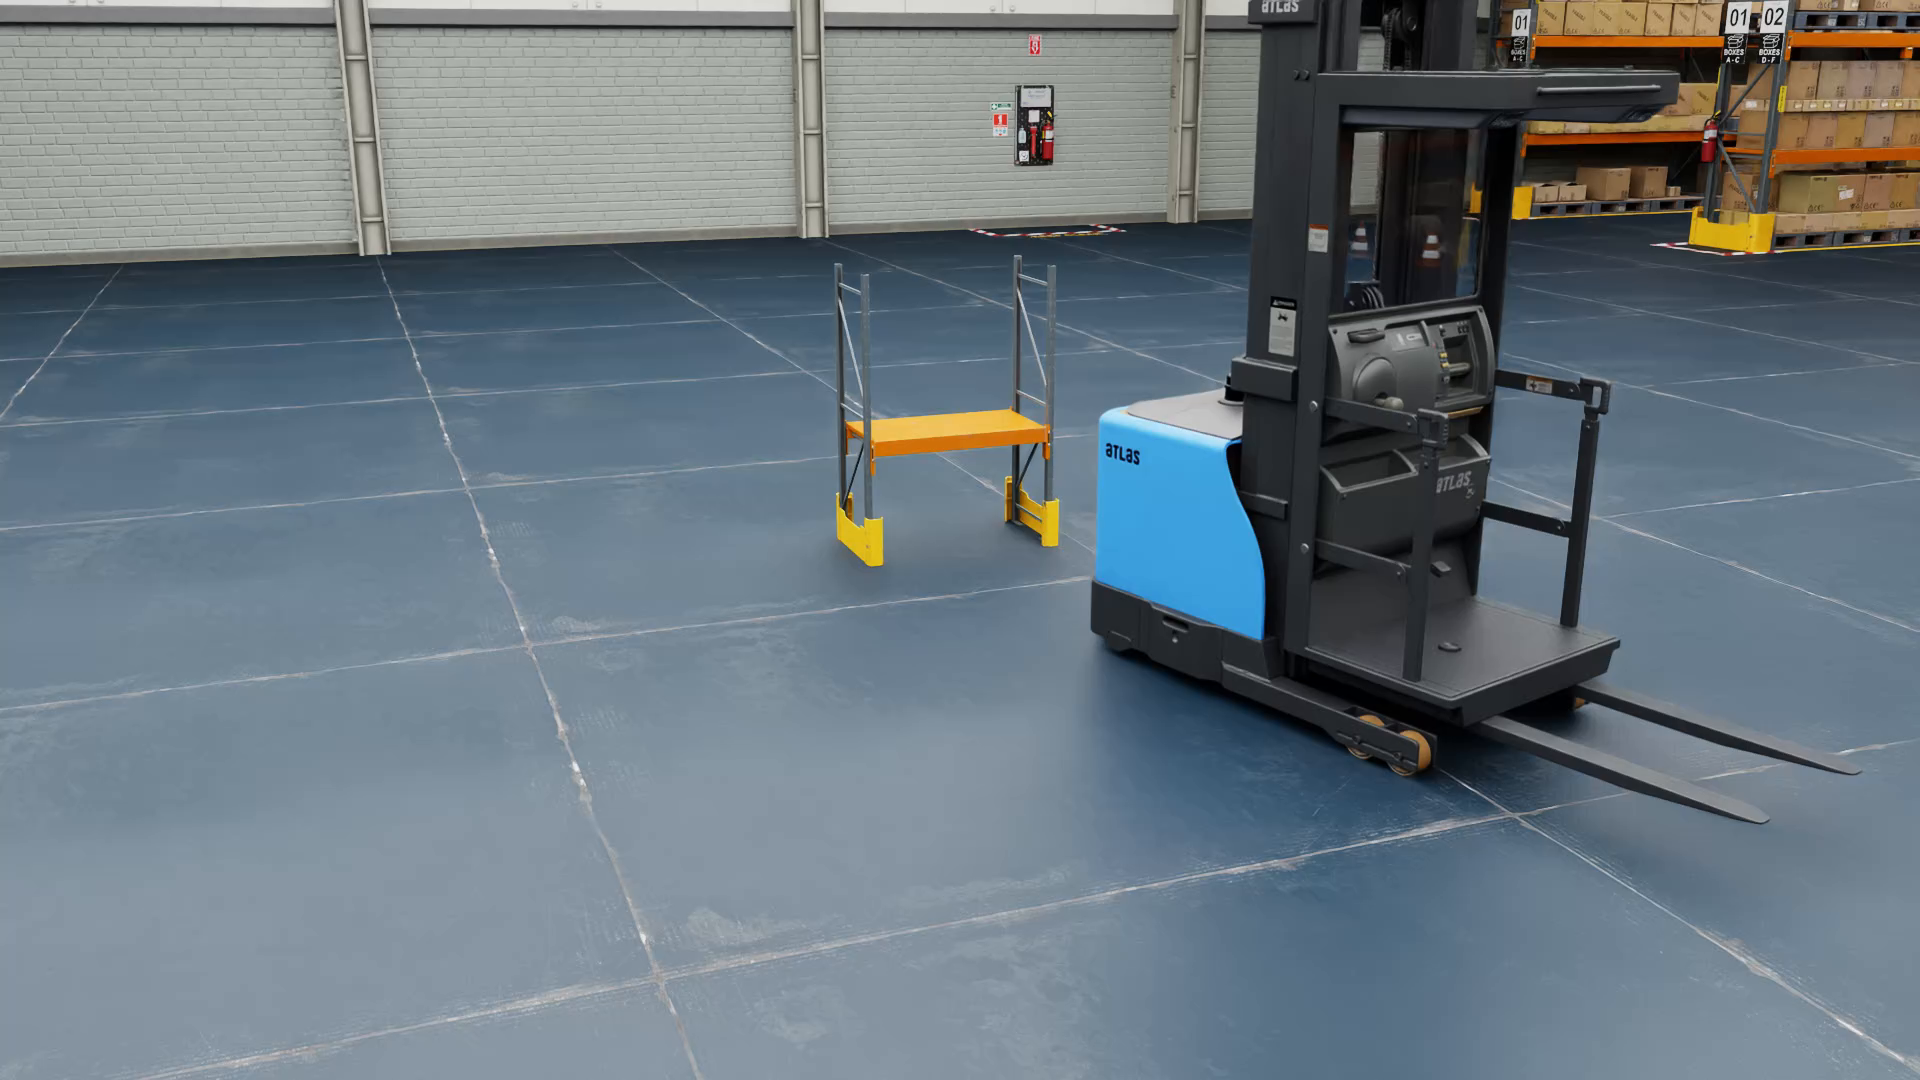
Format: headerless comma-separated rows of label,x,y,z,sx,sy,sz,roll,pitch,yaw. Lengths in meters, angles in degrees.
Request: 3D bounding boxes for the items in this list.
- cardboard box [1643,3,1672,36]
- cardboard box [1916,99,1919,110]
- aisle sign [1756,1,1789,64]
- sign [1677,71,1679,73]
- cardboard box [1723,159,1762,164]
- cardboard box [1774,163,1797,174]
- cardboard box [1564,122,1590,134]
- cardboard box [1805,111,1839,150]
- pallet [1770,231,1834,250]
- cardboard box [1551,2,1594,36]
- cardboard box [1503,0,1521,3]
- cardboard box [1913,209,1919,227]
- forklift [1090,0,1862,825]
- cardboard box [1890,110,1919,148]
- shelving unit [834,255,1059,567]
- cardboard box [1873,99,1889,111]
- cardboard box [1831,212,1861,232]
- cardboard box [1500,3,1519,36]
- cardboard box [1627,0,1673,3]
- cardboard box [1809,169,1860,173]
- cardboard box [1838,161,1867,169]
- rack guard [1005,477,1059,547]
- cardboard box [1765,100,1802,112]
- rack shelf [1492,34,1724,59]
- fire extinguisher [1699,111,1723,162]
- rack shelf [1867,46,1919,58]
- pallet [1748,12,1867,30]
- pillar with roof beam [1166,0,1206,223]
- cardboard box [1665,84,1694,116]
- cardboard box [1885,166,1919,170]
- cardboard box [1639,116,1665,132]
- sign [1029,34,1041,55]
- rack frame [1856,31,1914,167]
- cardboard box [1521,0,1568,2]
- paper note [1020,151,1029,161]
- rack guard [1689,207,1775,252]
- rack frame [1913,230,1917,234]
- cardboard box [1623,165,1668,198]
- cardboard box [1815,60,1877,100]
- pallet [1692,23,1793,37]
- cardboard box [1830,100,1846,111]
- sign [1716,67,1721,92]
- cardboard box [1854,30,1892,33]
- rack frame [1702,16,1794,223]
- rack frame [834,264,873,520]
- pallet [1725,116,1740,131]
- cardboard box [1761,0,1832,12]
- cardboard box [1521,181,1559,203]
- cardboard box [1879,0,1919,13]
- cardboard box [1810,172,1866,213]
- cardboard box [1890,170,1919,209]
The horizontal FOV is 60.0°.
cardboard box,11.106,-8.408,26.871,0.500,0.500,0.500,-7,18,-22
cardboard box,13.118,-6.011,22.917,0.250,0.149,0.380,-6,17,-20
aisle sign,10.559,-6.595,21.618,0.004,0.787,0.394,-6,17,-20
sign,12.268,-7.842,28.425,0.005,0.325,0.100,-6,17,-20
cardboard box,13.561,-6.636,28.699,0.500,0.250,0.500,-7,18,-21
cardboard box,14.107,-6.337,29.011,0.500,0.500,0.700,-6,17,-19
cardboard box,9.784,-6.697,26.811,0.500,0.250,0.500,-7,18,-22
cardboard box,11.440,-5.581,22.601,0.500,0.500,0.700,-6,17,-19
pallet,11.210,-4.185,22.975,1.213,0.211,1.003,-6,17,-20
cardboard box,9.651,-8.247,26.322,0.500,0.500,0.500,-5,17,-16
cardboard box,9.044,-8.827,26.521,0.500,0.500,0.500,-5,17,-18
cardboard box,13.421,-4.568,23.465,0.500,0.250,0.500,-6,17,-20
forklift,1.880,-0.692,6.254,1.130,2.935,3.031,-12,20,-36
cardboard box,12.874,-5.735,23.127,0.500,0.500,0.700,-6,17,-19
shelving unit,-0.071,-0.712,8.861,1.083,1.500,0.587,-6,17,-20
cardboard box,12.390,-5.932,22.645,0.250,0.149,0.380,-6,17,-20
cardboard box,12.024,-4.414,22.941,0.500,0.250,0.500,-6,17,-20
cardboard box,9.034,-8.343,26.649,0.500,0.500,0.500,-5,17,-16
cardboard box,11.107,-8.882,26.710,0.500,0.500,0.500,-7,18,-22
cardboard box,12.301,-4.964,23.482,0.500,0.500,0.500,-6,17,-20
cardboard box,15.552,-6.470,29.462,0.500,0.500,0.700,-6,17,-19
rack guard,0.394,-0.162,9.208,0.087,0.250,0.587,-6,17,-20
cardboard box,10.954,-5.777,22.118,0.250,0.149,0.380,-6,18,-20
rack shelf,10.602,-8.033,27.084,4.000,0.370,1.077,-6,17,-20
fire extinguisher,10.234,-5.508,22.668,0.183,0.674,0.296,-6,17,-20
rack shelf,18.073,-8.840,29.831,4.000,0.370,1.077,-6,17,-20
pallet,11.180,-6.896,22.091,1.213,0.211,1.003,-6,17,-20
pillar with roof beam,5.017,-8.177,20.972,0.400,9.000,9.100,-6,17,-20
cardboard box,11.675,-7.258,27.389,0.500,0.500,0.500,-6,17,-20
cardboard box,13.701,-5.116,23.999,0.500,0.500,0.500,-6,17,-20
cardboard box,11.204,-6.848,27.326,0.500,0.250,0.500,-6,17,-20
sign,1.112,-7.330,24.620,0.199,0.298,0.001,-6,17,-20
rack frame,16.205,-7.544,29.465,0.127,3.000,1.000,-6,17,-20
cardboard box,9.181,-8.689,26.053,0.500,0.500,0.500,-8,18,-24
paper note,0.965,-5.770,24.985,0.142,0.148,0.016,-6,17,-20
rack guard,10.488,-4.233,22.626,0.348,0.500,1.175,-6,17,-20
rack frame,14.246,-5.838,23.655,0.127,3.000,1.000,-6,17,-20
cardboard box,11.515,-6.038,27.990,0.500,0.500,0.500,-8,18,-24
cardboard box,11.960,-6.260,22.611,0.500,0.500,0.700,-6,17,-20
pallet,13.085,-8.524,27.812,1.003,0.211,1.213,-6,17,-20
cardboard box,11.670,-5.854,22.380,0.250,0.149,0.380,-6,18,-21
sign,10.330,-6.248,22.576,0.005,0.325,0.100,-6,17,-20
cardboard box,15.629,-8.807,28.563,0.500,0.311,0.500,-6,17,-20
rack frame,10.511,-5.435,22.282,0.127,3.000,1.000,-6,17,-20
rack frame,-0.554,-0.660,8.683,0.032,1.500,0.500,-6,17,-20
pallet,13.236,-7.088,28.251,1.213,0.211,1.003,-6,17,-20
cardboard box,11.049,-7.249,21.959,0.637,0.503,0.797,-5,17,-16
cardboard box,9.413,-5.705,27.193,0.500,0.311,0.500,-8,18,-26
cardboard box,12.663,-7.463,22.687,0.637,0.503,0.797,-4,17,-14
cardboard box,12.020,-4.777,22.846,0.500,0.500,0.500,-6,17,-20
cardboard box,13.420,-4.928,23.361,0.500,0.500,0.500,-6,17,-20
